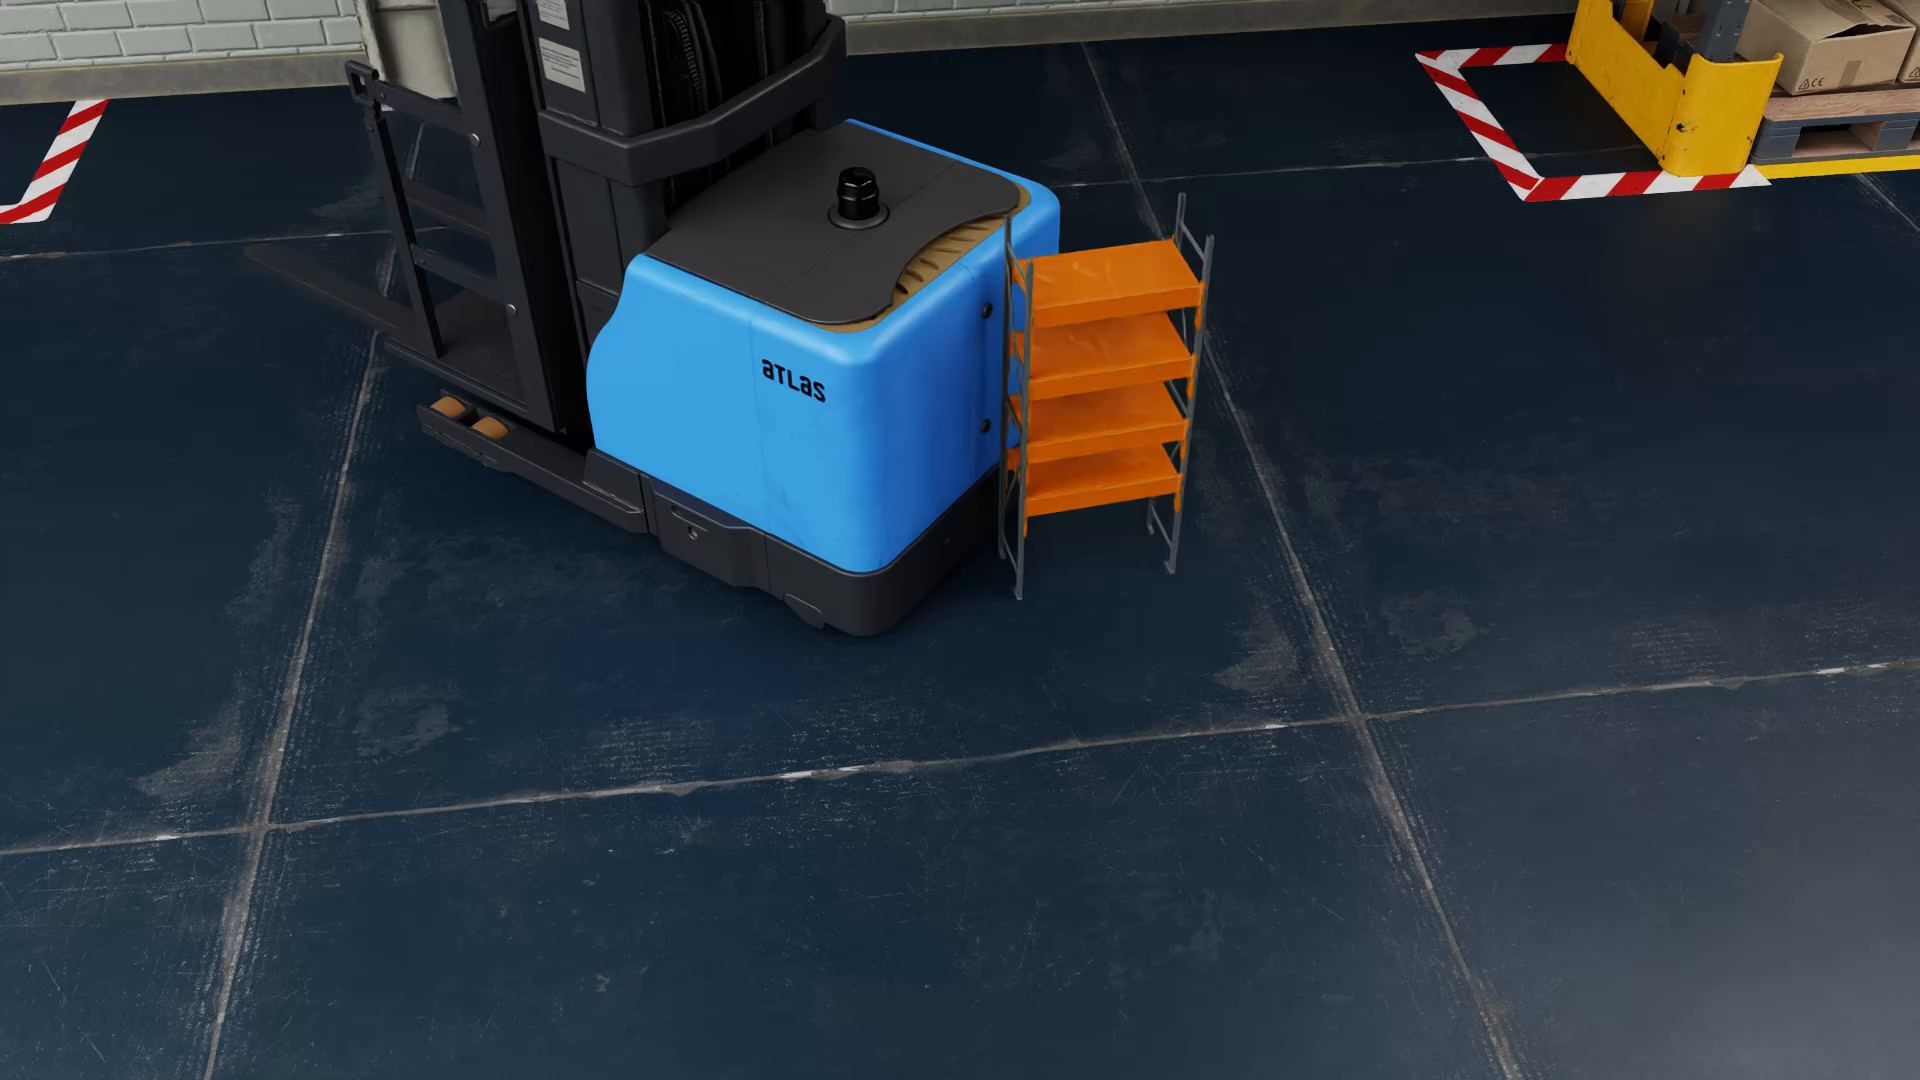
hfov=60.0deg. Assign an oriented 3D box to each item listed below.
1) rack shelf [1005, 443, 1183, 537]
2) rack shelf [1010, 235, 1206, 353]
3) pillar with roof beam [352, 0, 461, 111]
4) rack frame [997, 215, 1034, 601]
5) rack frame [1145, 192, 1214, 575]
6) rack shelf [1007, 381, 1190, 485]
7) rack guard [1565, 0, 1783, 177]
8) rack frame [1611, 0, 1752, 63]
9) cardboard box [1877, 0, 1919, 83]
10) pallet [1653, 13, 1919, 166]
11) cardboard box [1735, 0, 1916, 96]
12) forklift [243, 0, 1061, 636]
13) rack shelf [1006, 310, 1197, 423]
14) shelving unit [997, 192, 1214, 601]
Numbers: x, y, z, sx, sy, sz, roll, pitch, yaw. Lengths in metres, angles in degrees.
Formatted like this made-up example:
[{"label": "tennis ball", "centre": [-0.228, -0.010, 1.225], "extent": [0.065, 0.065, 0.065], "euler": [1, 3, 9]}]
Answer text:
[{"label": "rack shelf", "centre": [0.390, -0.181, 4.952], "extent": [0.480, 0.148, 0.258], "euler": [-9, 43, -10]}, {"label": "rack shelf", "centre": [0.390, -0.670, 4.511], "extent": [0.480, 0.148, 0.258], "euler": [-9, 43, -10]}, {"label": "pillar with roof beam", "centre": [-1.829, -2.500, 1.303], "extent": [0.400, 9.000, 9.100], "euler": [-5, 42, -6]}, {"label": "rack frame", "centre": [0.153, -0.340, 4.731], "extent": [0.015, 1.200, 0.240], "euler": [-9, 43, -10]}, {"label": "rack frame", "centre": [0.627, -0.418, 4.817], "extent": [0.015, 1.200, 0.240], "euler": [-9, 43, -10]}, {"label": "rack shelf", "centre": [0.390, -0.329, 4.819], "extent": [0.480, 0.148, 0.258], "euler": [-9, 43, -10]}, {"label": "rack guard", "centre": [3.056, -2.095, 7.200], "extent": [0.348, 0.500, 1.175], "euler": [-5, 42, -6]}, {"label": "rack frame", "centre": [2.981, -3.017, 6.355], "extent": [0.127, 3.000, 1.000], "euler": [-5, 42, -6]}, {"label": "cardboard box", "centre": [4.244, -2.231, 7.163], "extent": [0.500, 0.311, 0.500], "euler": [-2, 42, -2]}, {"label": "pallet", "centre": [3.866, -2.035, 7.348], "extent": [1.213, 0.211, 1.003], "euler": [-5, 42, -6]}, {"label": "cardboard box", "centre": [3.678, -2.182, 7.109], "extent": [0.500, 0.311, 0.500], "euler": [-9, 43, -10]}, {"label": "forklift", "centre": [-1.197, -1.593, 4.828], "extent": [3.031, 2.935, 1.130], "euler": [25, 48, 25]}, {"label": "rack shelf", "centre": [0.390, -0.495, 4.669], "extent": [0.480, 0.148, 0.258], "euler": [-9, 43, -10]}, {"label": "shelving unit", "centre": [0.390, -0.379, 4.774], "extent": [0.503, 1.200, 0.258], "euler": [-9, 43, -10]}]
